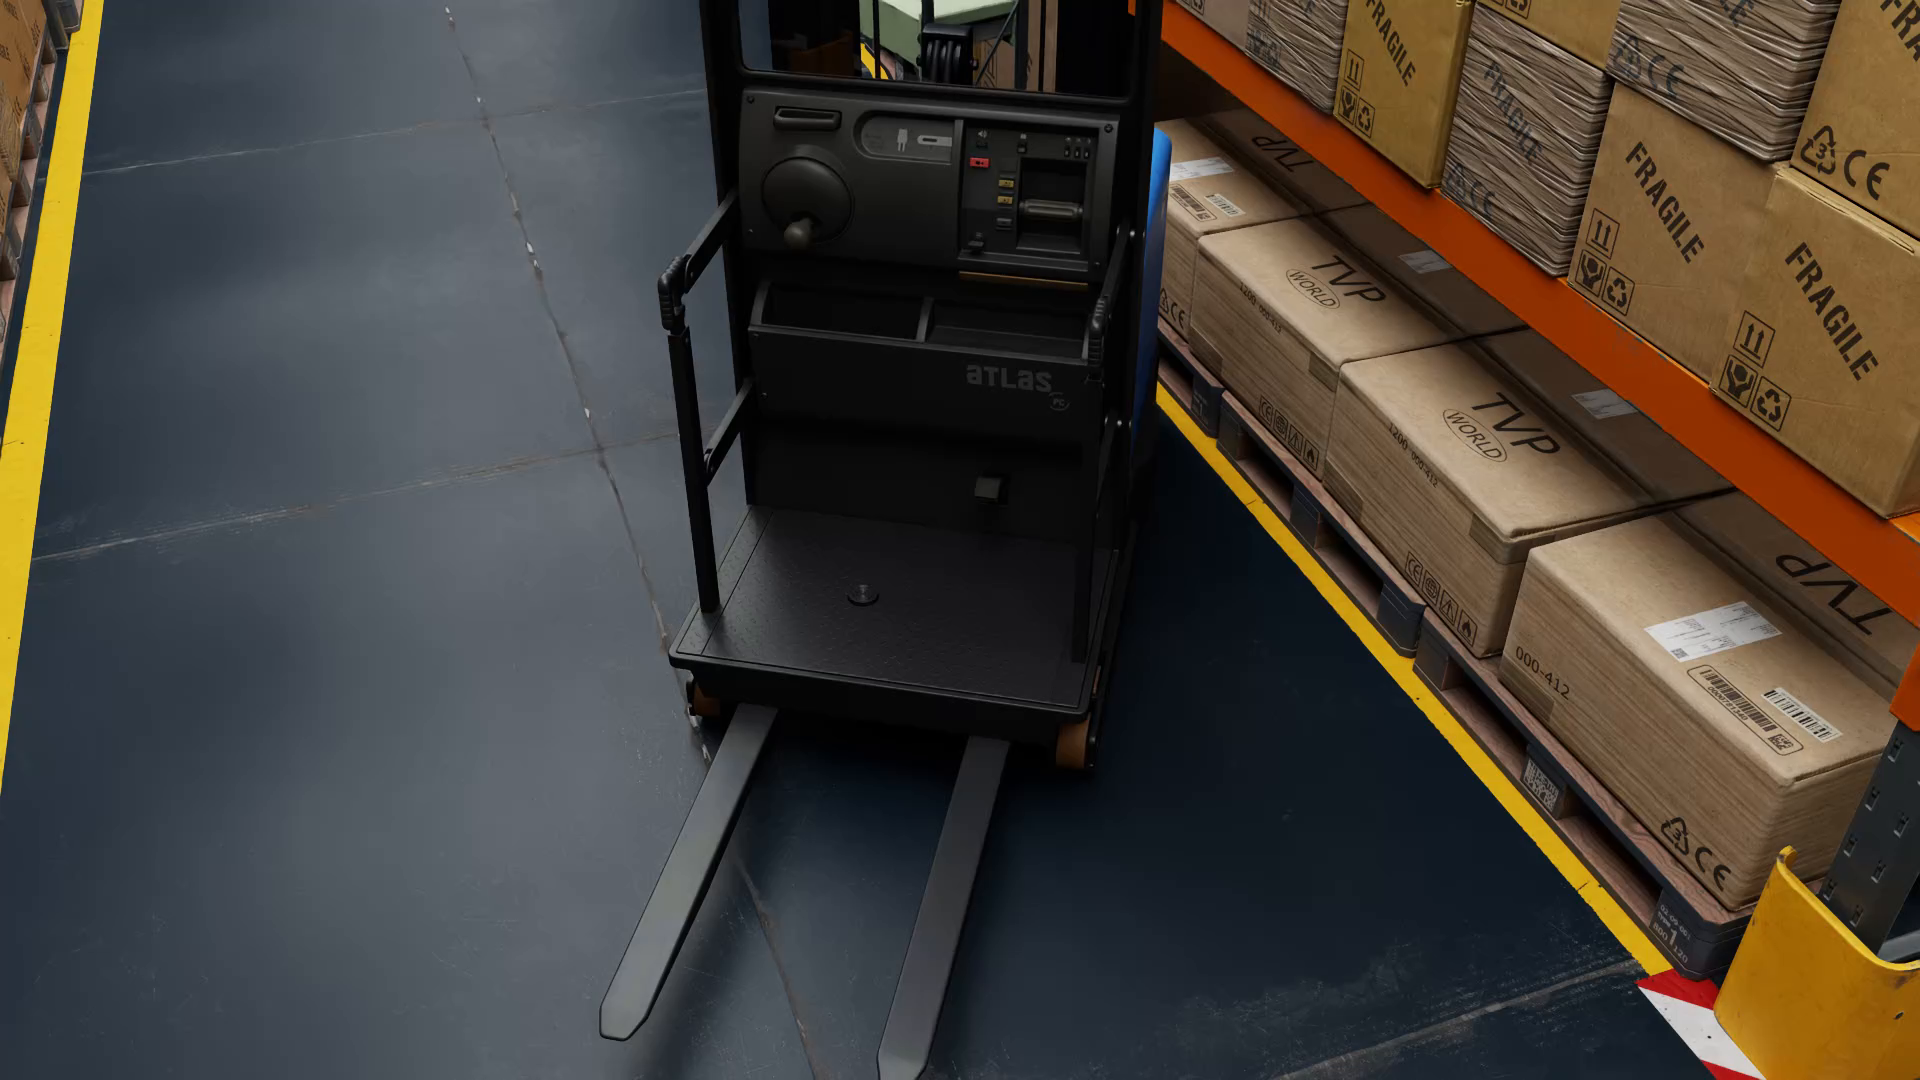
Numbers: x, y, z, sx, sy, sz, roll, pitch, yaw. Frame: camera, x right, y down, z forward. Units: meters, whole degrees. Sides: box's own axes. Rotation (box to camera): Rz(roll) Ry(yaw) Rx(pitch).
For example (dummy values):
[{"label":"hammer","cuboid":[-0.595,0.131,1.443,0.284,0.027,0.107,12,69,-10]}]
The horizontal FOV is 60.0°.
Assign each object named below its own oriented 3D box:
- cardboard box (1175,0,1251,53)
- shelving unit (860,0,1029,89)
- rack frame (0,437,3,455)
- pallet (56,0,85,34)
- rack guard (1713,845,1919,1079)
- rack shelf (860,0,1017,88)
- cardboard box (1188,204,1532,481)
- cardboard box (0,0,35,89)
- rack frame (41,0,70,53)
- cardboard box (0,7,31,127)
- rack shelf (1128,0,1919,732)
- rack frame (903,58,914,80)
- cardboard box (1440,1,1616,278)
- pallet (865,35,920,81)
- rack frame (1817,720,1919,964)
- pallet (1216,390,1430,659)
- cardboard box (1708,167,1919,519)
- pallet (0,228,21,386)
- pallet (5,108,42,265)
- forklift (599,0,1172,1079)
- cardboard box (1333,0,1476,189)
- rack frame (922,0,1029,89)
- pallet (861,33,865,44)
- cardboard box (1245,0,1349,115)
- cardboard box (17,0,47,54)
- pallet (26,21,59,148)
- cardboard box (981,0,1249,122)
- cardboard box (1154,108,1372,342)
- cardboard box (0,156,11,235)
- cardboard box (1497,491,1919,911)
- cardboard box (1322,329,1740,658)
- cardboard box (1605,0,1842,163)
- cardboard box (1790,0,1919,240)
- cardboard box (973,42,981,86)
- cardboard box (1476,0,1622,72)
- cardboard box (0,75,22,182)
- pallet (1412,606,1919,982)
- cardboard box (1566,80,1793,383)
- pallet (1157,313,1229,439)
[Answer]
[{"label":"cardboard box","cuboid":[1.015,-1.863,5.148,0.500,0.500,0.500,-12,39,-16]},{"label":"shelving unit","cuboid":[-0.146,-1.453,5.933,0.431,1.500,0.755,-21,42,-26]},{"label":"rack frame","cuboid":[-3.729,-1.398,4.613,1.000,3.000,0.127,-12,39,-16]},{"label":"pallet","cuboid":[-5.352,-3.017,9.080,1.003,0.211,1.213,-12,39,-16]},{"label":"rack guard","cuboid":[2.315,0.844,3.714,1.175,0.500,0.348,-12,39,-16]},{"label":"rack shelf","cuboid":[-0.146,-1.765,5.698,0.431,0.370,0.720,-21,42,-26]},{"label":"cardboard box","cuboid":[1.354,-0.690,5.453,0.875,0.438,0.875,-14,39,-17]},{"label":"cardboard box","cuboid":[-4.596,-2.348,7.602,0.500,0.500,0.500,-13,39,-17]},{"label":"rack frame","cuboid":[-5.105,-3.658,7.613,1.000,3.000,0.127,-12,39,-16]},{"label":"cardboard box","cuboid":[-4.413,-2.053,7.211,0.500,0.500,0.500,-11,38,-14]},{"label":"rack shelf","cuboid":[1.618,-1.011,4.697,1.077,0.370,4.000,-12,39,-16]},{"label":"rack frame","cuboid":[-0.345,-1.638,6.178,0.400,1.500,0.023,-21,42,-26]},{"label":"cardboard box","cuboid":[1.547,-1.001,4.003,0.500,0.500,0.500,-11,38,-15]},{"label":"pallet","cuboid":[0.170,-2.425,8.294,1.003,0.211,1.213,-12,39,-16]},{"label":"rack frame","cuboid":[2.307,-0.168,2.980,1.000,3.000,0.127,-12,39,-16]},{"label":"pallet","cuboid":[1.542,-0.178,5.311,1.003,0.211,1.213,-12,39,-16]},{"label":"cardboard box","cuboid":[1.892,-0.426,3.239,0.500,0.500,0.500,-12,39,-16]},{"label":"pallet","cuboid":[-4.044,-0.736,6.052,1.003,0.211,1.213,-12,39,-16]},{"label":"pallet","cuboid":[-4.468,-1.426,6.968,1.003,0.211,1.213,-12,39,-16]},{"label":"forklift","cuboid":[-0.126,-0.802,3.879,1.130,2.935,3.031,7,38,9]},{"label":"cardboard box","cuboid":[1.358,-1.290,4.386,0.500,0.500,0.500,-11,38,-15]},{"label":"rack frame","cuboid":[0.053,-1.269,5.688,0.400,1.500,0.023,-21,42,-26]},{"label":"pallet","cuboid":[-0.246,-3.113,9.207,1.003,0.211,1.213,-12,39,-16]},{"label":"cardboard box","cuboid":[1.180,-1.581,4.773,0.500,0.500,0.500,-12,39,-16]},{"label":"cardboard box","cuboid":[-4.758,-2.633,7.981,0.500,0.500,0.500,-11,38,-15]},{"label":"pallet","cuboid":[-4.884,-2.114,7.882,1.003,0.211,1.213,-12,39,-16]},{"label":"cardboard box","cuboid":[0.642,-2.081,6.936,0.875,0.875,0.875,-11,38,-15]},{"label":"cardboard box","cuboid":[1.046,-1.195,6.124,0.875,0.438,0.875,-13,39,-17]},{"label":"cardboard box","cuboid":[-4.044,-1.469,6.435,0.500,0.500,0.500,-14,39,-17]},{"label":"cardboard box","cuboid":[1.986,0.335,4.092,0.875,0.438,0.875,-14,39,-17]},{"label":"cardboard box","cuboid":[1.663,-0.180,4.776,0.875,0.438,0.875,-11,38,-15]},{"label":"cardboard box","cuboid":[1.710,-1.120,3.329,0.500,0.500,0.500,-12,39,-16]},{"label":"cardboard box","cuboid":[1.917,-0.831,2.945,0.500,0.500,0.500,-11,38,-14]},{"label":"cardboard box","cuboid":[0.324,-2.589,7.611,0.875,0.875,0.875,-11,38,-15]},{"label":"cardboard box","cuboid":[1.543,-1.400,3.701,0.500,0.500,0.500,-13,39,-16]},{"label":"cardboard box","cuboid":[-4.217,-1.763,6.826,0.500,0.500,0.500,-14,39,-18]},{"label":"pallet","cuboid":[1.958,0.510,4.397,1.003,0.211,1.213,-12,39,-16]},{"label":"cardboard box","cuboid":[1.734,-0.713,3.620,0.500,0.500,0.500,-13,39,-17]},{"label":"pallet","cuboid":[1.118,-0.868,6.227,1.003,0.211,1.213,-12,39,-16]}]
